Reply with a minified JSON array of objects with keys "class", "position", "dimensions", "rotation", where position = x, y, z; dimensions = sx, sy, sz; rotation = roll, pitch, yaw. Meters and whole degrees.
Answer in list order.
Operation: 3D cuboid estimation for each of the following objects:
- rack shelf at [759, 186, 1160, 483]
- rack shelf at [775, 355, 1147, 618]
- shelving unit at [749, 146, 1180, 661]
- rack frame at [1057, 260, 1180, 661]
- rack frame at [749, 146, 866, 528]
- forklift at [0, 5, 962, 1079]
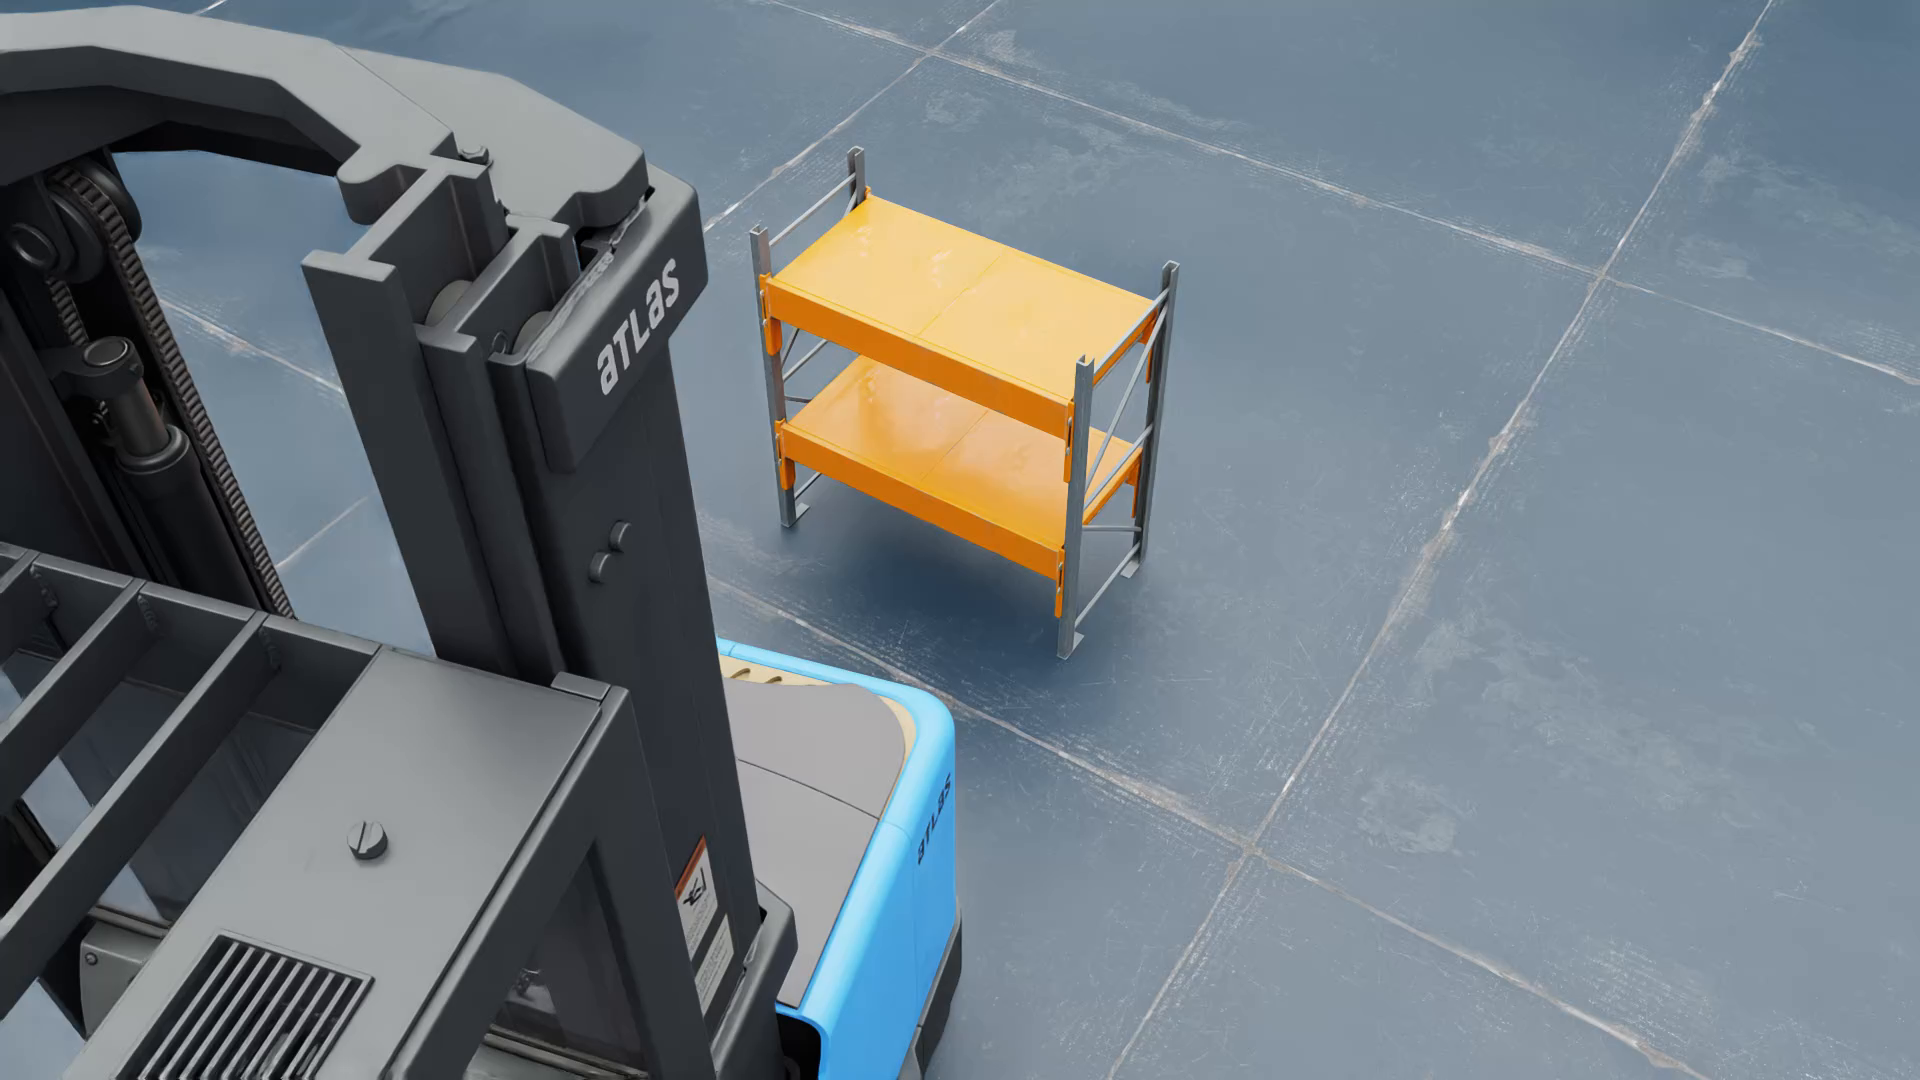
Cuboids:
[{"class":"rack shelf","position":[0.006,-0.593,4.634],"dimensions":[1.000,0.278,0.538],"rotation":[25,51,22]},{"class":"rack shelf","position":[0.006,-0.219,5.019],"dimensions":[1.000,0.278,0.538],"rotation":[25,51,22]},{"class":"shelving unit","position":[0.006,-0.389,4.844],"dimensions":[1.048,1.125,0.538],"rotation":[25,51,22]},{"class":"rack frame","position":[0.434,-0.193,4.653],"dimensions":[0.032,1.125,0.500],"rotation":[25,51,22]},{"class":"rack frame","position":[-0.422,-0.586,5.035],"dimensions":[0.032,1.125,0.500],"rotation":[25,51,22]},{"class":"forklift","position":[-0.934,0.952,2.282],"dimensions":[1.130,2.935,3.031],"rotation":[13,47,12]}]
